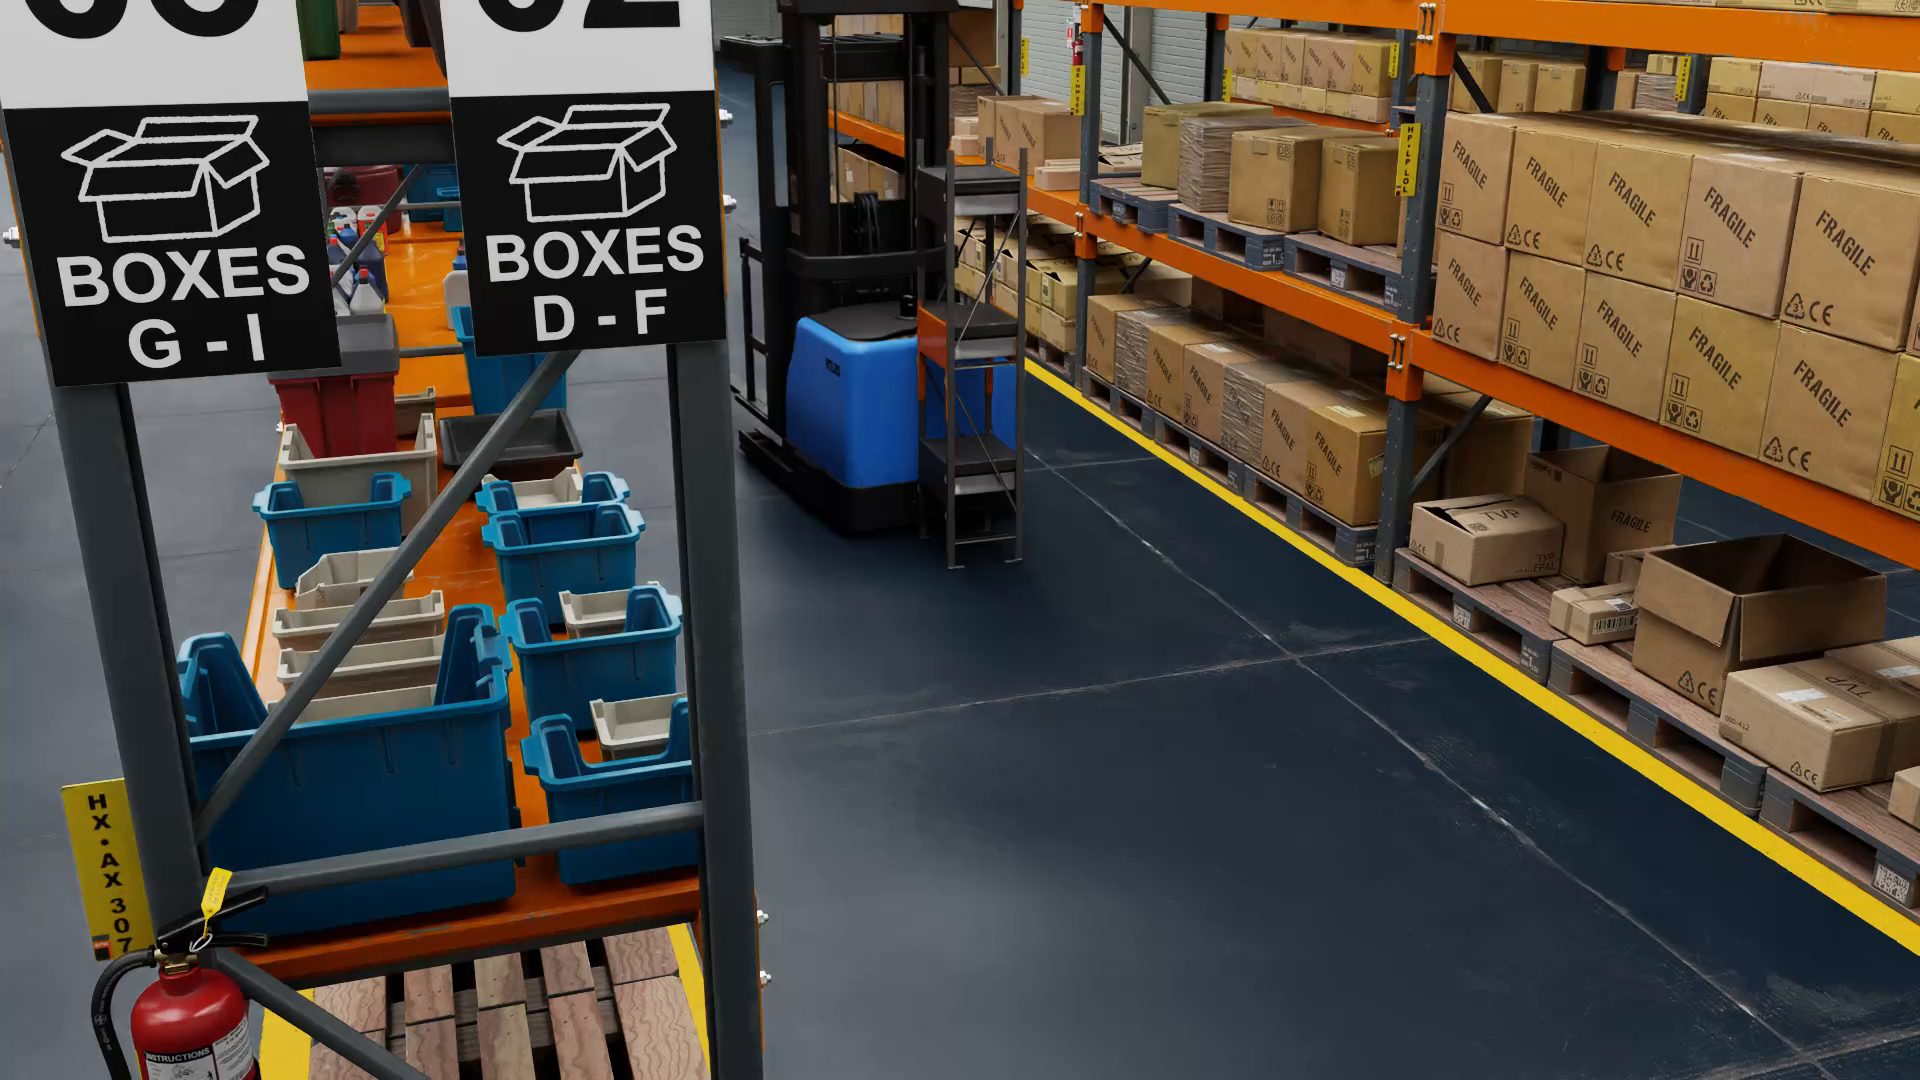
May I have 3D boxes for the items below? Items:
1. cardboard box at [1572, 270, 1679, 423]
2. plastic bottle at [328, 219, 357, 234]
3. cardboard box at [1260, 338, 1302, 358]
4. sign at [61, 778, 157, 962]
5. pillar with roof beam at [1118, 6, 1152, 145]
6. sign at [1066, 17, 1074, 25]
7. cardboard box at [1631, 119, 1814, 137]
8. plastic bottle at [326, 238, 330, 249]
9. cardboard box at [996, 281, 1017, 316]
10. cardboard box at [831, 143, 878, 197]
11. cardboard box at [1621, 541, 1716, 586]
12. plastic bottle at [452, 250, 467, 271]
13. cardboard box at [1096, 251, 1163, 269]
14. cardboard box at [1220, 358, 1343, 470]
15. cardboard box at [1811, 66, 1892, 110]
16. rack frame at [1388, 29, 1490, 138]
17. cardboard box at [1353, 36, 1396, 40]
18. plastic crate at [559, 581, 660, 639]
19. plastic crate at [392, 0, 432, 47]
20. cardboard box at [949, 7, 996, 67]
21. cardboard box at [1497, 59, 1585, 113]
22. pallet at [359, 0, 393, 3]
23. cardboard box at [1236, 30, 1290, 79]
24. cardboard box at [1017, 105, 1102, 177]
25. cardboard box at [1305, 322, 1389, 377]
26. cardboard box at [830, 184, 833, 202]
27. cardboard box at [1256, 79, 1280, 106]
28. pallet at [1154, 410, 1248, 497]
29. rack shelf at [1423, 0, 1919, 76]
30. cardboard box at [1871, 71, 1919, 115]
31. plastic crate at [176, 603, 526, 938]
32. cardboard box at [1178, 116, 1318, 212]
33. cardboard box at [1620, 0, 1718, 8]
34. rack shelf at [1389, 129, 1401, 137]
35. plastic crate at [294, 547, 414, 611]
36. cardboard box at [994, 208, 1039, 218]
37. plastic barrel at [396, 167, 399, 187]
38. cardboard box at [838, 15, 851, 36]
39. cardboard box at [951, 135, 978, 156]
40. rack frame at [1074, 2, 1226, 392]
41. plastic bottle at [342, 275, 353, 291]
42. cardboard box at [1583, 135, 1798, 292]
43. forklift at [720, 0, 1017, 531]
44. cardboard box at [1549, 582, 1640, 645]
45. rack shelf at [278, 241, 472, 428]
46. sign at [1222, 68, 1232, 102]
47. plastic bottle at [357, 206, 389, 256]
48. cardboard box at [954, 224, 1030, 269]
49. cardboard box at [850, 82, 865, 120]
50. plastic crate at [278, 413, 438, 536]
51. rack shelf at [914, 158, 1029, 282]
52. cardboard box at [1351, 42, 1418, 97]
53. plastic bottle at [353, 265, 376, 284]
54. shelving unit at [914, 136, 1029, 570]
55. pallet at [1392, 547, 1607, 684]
[{"bbox_3d":[2.795,-0.783,6.510,0.500,0.500,0.500,-6,21,-17],"label":"cardboard box"},{"bbox_3d":[-3.412,-1.631,9.204,0.152,0.276,0.135,-6,21,-17],"label":"plastic bottle"},{"bbox_3d":[2.167,-0.958,10.193,0.500,0.500,0.500,-7,21,-19],"label":"cardboard box"},{"bbox_3d":[-1.389,0.543,2.727,0.100,0.325,0.005,-6,21,-17],"label":"sign"},{"bbox_3d":[-1.428,-9.790,22.861,9.100,9.000,0.400,-6,21,-17],"label":"pillar with roof beam"},{"bbox_3d":[1.836,-8.673,27.789,0.001,0.109,0.331,-6,21,-17],"label":"sign"},{"bbox_3d":[3.142,-1.472,6.949,0.500,0.500,0.500,-7,21,-18],"label":"cardboard box"},{"bbox_3d":[-3.238,-1.408,8.571,0.061,0.283,0.133,-6,21,-17],"label":"plastic bottle"},{"bbox_3d":[0.599,-1.910,13.242,0.500,0.250,0.500,-6,21,-16],"label":"cardboard box"},{"bbox_3d":[-1.081,-4.004,17.964,0.500,0.500,0.500,-6,21,-17],"label":"cardboard box"},{"bbox_3d":[3.258,0.199,7.252,0.500,0.311,0.500,-6,21,-17],"label":"cardboard box"},{"bbox_3d":[-2.486,-1.315,8.331,0.097,0.271,0.097,0,20,0],"label":"plastic bottle"},{"bbox_3d":[1.258,-2.071,12.862,0.500,0.311,0.500,-7,21,-19],"label":"cardboard box"},{"bbox_3d":[1.842,-0.732,9.564,0.500,0.500,0.500,-6,21,-17],"label":"cardboard box"},{"bbox_3d":[6.247,-3.108,11.405,0.500,0.250,0.500,-6,21,-17],"label":"cardboard box"},{"bbox_3d":[4.761,-4.348,16.583,1.000,3.000,0.127,-6,21,-17],"label":"rack frame"},{"bbox_3d":[4.501,-5.139,17.870,0.500,0.500,0.500,-6,21,-16],"label":"cardboard box"},{"bbox_3d":[-0.873,0.208,4.201,0.250,0.136,0.298,-6,21,-17],"label":"plastic crate"},{"bbox_3d":[-1.091,-1.346,3.881,0.504,0.338,0.767,-6,21,-17],"label":"plastic crate"},{"bbox_3d":[-0.086,-4.619,15.273,0.700,0.500,0.500,-6,21,-17],"label":"cardboard box"},{"bbox_3d":[5.294,-4.047,14.947,0.700,0.500,0.500,-4,20,-10],"label":"cardboard box"},{"bbox_3d":[-2.469,-2.292,6.702,1.213,0.211,1.003,-6,21,-17],"label":"pallet"},{"bbox_3d":[3.514,-5.578,19.092,0.500,0.500,0.500,-6,21,-17],"label":"cardboard box"},{"bbox_3d":[0.774,-3.120,13.018,0.500,0.500,0.500,-8,21,-20],"label":"cardboard box"},{"bbox_3d":[2.339,-1.138,9.586,0.500,0.250,0.500,-6,21,-17],"label":"cardboard box"},{"bbox_3d":[-1.240,-3.812,18.537,0.500,0.250,0.500,-6,21,-17],"label":"cardboard box"},{"bbox_3d":[3.687,-5.051,18.733,0.500,0.250,0.500,-7,21,-18],"label":"cardboard box"},{"bbox_3d":[1.895,-0.590,10.246,1.003,0.211,1.213,-6,21,-17],"label":"pallet"},{"bbox_3d":[3.203,-1.684,5.795,1.077,0.370,4.000,-6,21,-17],"label":"rack shelf"},{"bbox_3d":[6.413,-2.945,10.951,0.500,0.250,0.500,-7,21,-18],"label":"cardboard box"},{"bbox_3d":[-1.155,0.423,3.159,0.616,0.435,0.499,-6,21,-17],"label":"plastic crate"},{"bbox_3d":[1.728,-2.277,10.050,0.700,0.500,0.500,-3,20,-7],"label":"cardboard box"},{"bbox_3d":[2.801,-2.090,6.083,0.500,0.250,0.500,-6,21,-17],"label":"cardboard box"},{"bbox_3d":[5.390,-3.367,14.918,1.077,0.370,4.000,-6,21,-17],"label":"rack shelf"},{"bbox_3d":[-1.599,0.135,4.405,0.298,0.136,0.250,-6,21,-17],"label":"plastic crate"},{"bbox_3d":[0.459,-2.888,15.137,0.500,0.311,0.500,-6,21,-17],"label":"cardboard box"},{"bbox_3d":[-3.913,-2.371,10.916,0.421,0.512,0.421,0,20,0],"label":"plastic barrel"},{"bbox_3d":[-0.876,-5.425,17.516,0.700,0.500,0.500,-7,21,-19],"label":"cardboard box"},{"bbox_3d":[0.144,-3.396,14.305,0.380,0.149,0.250,-6,21,-17],"label":"cardboard box"},{"bbox_3d":[1.317,-2.536,11.541,1.000,3.000,0.127,-6,21,-17],"label":"rack frame"},{"bbox_3d":[-2.876,-1.084,7.680,0.152,0.276,0.135,-6,21,-17],"label":"plastic bottle"},{"bbox_3d":[2.779,-1.259,6.357,0.500,0.500,0.500,-7,21,-19],"label":"cardboard box"},{"bbox_3d":[-0.724,-1.886,9.832,1.130,2.935,3.031,-9,21,-23],"label":"forklift"},{"bbox_3d":[2.782,0.308,7.163,0.380,0.166,0.250,-6,21,-17],"label":"cardboard box"},{"bbox_3d":[-2.758,-1.031,8.414,1.077,0.370,4.000,-6,21,-17],"label":"rack shelf"},{"bbox_3d":[1.829,-3.105,11.528,0.100,0.325,0.005,-6,21,-17],"label":"sign"},{"bbox_3d":[-3.413,-1.796,9.663,0.152,0.276,0.135,-6,21,-17],"label":"plastic bottle"},{"bbox_3d":[0.269,-2.501,14.060,0.500,0.311,0.500,-7,21,-19],"label":"cardboard box"},{"bbox_3d":[-0.743,-4.672,17.338,0.700,0.500,0.500,-6,21,-17],"label":"cardboard box"},{"bbox_3d":[-1.824,-0.191,5.096,0.437,0.282,0.530,-6,21,-17],"label":"plastic crate"},{"bbox_3d":[0.052,-1.581,8.182,0.431,0.518,0.480,-6,21,-17],"label":"rack shelf"},{"bbox_3d":[4.319,-4.758,16.809,0.500,0.500,0.500,-6,21,-17],"label":"cardboard box"},{"bbox_3d":[-2.836,-1.175,7.941,0.097,0.271,0.097,0,20,0],"label":"plastic bottle"},{"bbox_3d":[0.052,-0.935,8.414,0.431,2.100,0.503,-6,21,-17],"label":"shelving unit"},{"bbox_3d":[2.789,0.280,7.825,1.003,0.211,1.213,-6,21,-17],"label":"pallet"}]
